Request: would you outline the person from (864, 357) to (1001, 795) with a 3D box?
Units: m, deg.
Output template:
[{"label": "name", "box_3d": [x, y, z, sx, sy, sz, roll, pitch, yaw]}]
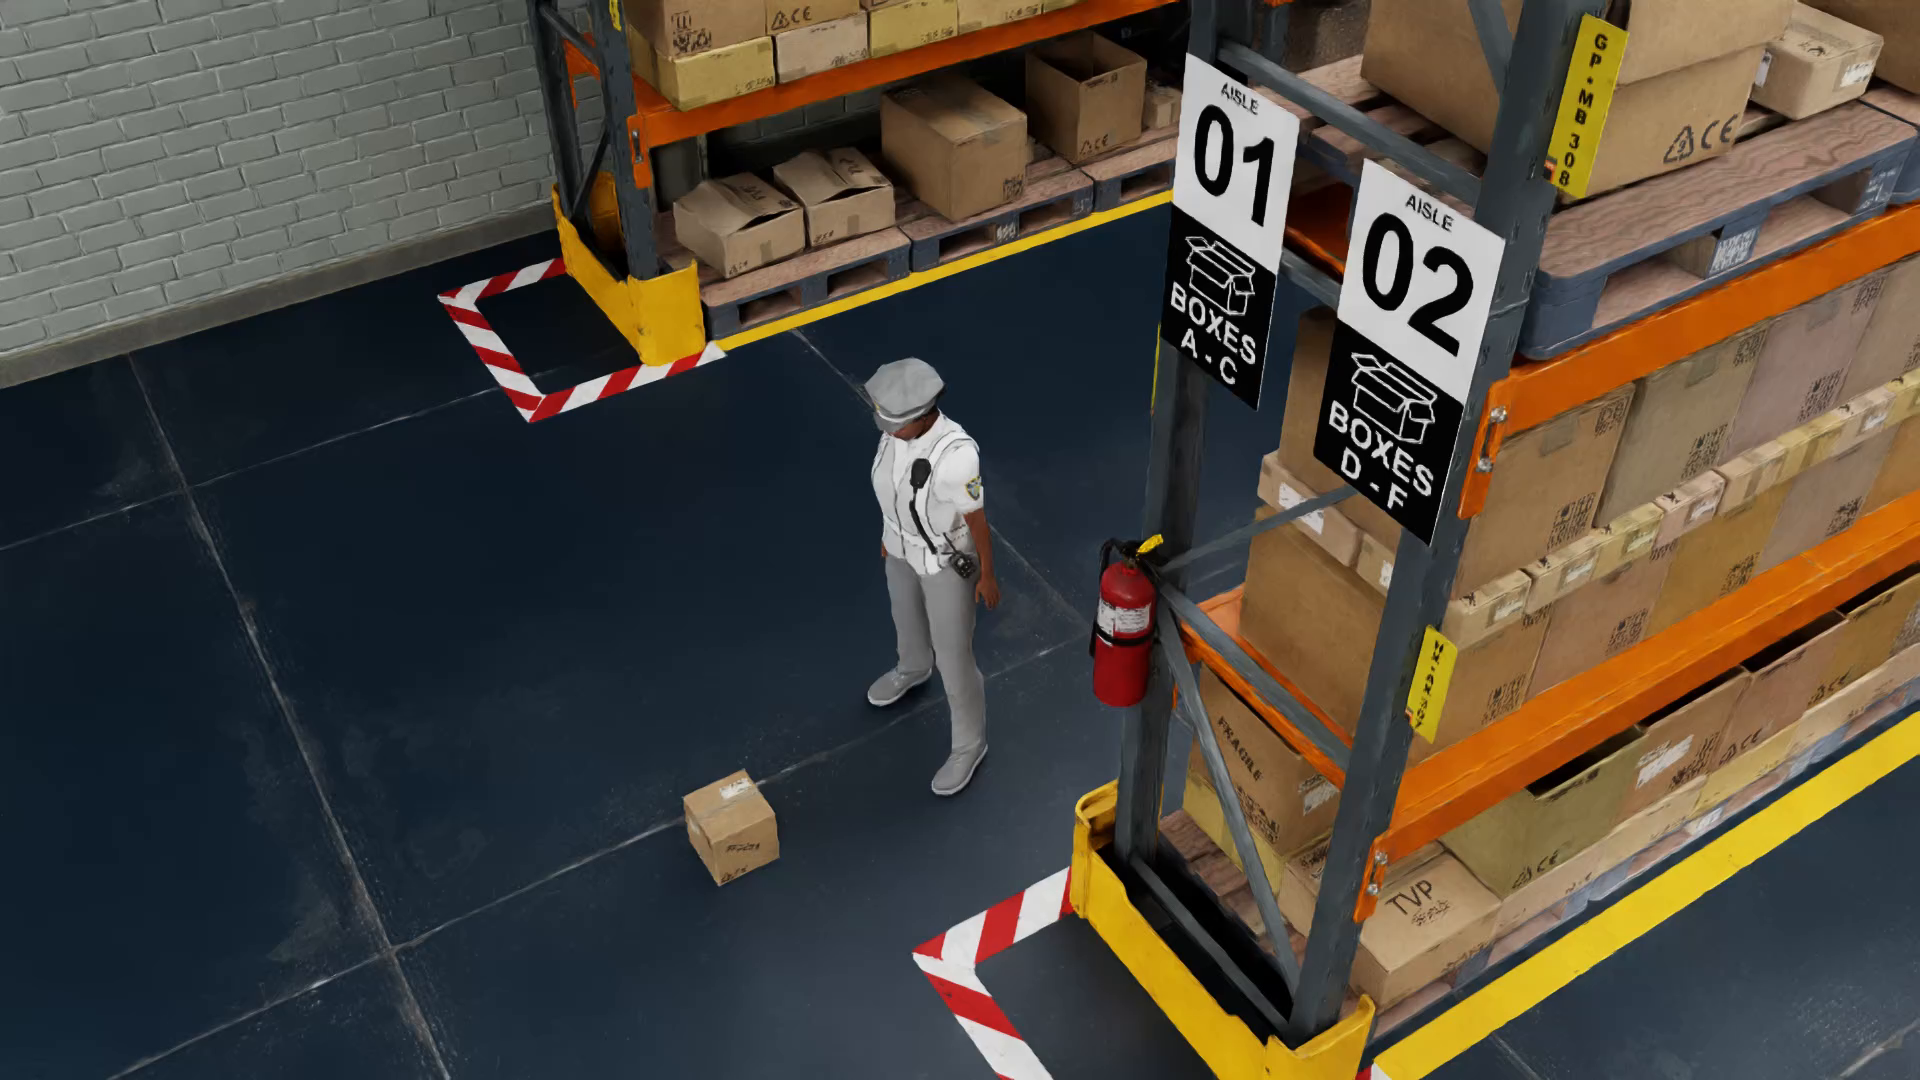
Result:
[{"label": "person", "box_3d": [-0.110, 0.116, 6.002, 0.442, 1.656, 0.649, -30, 49, -30]}]
